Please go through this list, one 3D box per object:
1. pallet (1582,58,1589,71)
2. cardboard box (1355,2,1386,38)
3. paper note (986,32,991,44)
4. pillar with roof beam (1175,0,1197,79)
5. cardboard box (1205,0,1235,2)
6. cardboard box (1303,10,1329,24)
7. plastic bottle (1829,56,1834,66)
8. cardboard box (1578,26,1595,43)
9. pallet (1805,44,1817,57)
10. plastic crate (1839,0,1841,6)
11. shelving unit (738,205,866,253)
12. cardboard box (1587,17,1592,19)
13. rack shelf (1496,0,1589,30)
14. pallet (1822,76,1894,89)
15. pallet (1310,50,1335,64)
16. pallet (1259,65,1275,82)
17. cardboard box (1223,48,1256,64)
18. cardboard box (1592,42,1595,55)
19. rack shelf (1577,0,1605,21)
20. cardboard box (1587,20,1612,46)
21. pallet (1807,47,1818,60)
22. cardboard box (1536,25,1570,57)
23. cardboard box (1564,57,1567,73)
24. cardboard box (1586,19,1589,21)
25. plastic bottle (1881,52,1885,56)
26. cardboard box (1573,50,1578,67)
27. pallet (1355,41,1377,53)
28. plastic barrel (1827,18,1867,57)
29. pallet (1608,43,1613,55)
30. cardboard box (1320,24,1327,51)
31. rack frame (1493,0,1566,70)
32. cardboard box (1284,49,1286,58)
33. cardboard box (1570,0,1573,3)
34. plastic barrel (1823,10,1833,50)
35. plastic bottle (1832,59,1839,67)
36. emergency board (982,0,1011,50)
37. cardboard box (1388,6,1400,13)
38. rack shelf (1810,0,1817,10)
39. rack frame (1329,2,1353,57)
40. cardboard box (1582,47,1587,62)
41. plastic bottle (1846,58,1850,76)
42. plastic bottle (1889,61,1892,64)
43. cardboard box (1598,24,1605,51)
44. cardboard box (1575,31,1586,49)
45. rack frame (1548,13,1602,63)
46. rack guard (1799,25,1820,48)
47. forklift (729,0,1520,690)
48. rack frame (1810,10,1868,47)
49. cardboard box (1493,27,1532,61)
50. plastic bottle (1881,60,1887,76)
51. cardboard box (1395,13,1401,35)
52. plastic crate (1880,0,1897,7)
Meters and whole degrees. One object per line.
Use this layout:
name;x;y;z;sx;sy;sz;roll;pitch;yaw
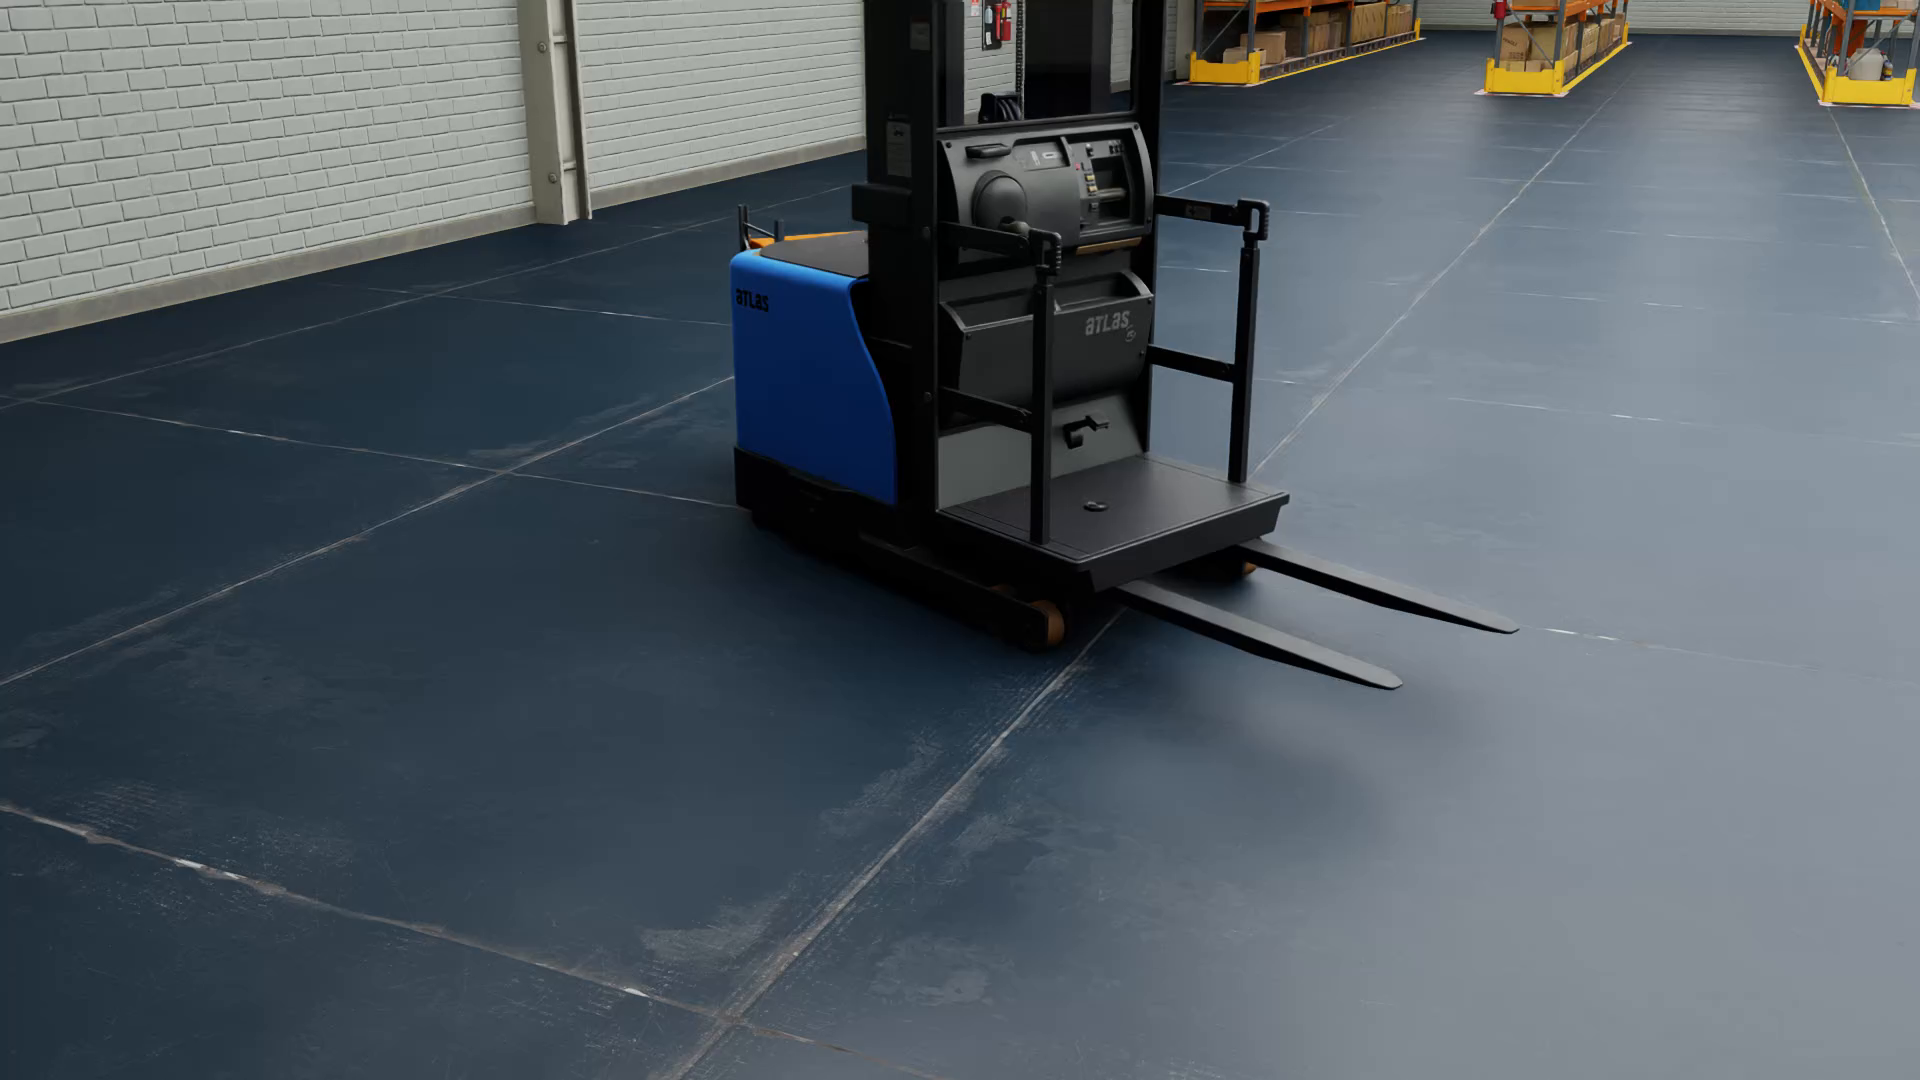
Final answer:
pallet;11.440;-9.125;31.811;1.003;0.211;1.213;9;21;23
cardboard box;9.284;-11.926;38.109;0.750;0.750;0.750;9;21;23
paper note;0.376;-6.578;21.803;0.016;0.148;0.142;9;21;23
pillar with roof beam;7.942;-11.858;26.382;9.100;9.000;0.400;9;21;23
cardboard box;4.532;-9.398;28.611;0.500;0.250;0.500;9;21;23
cardboard box;7.255;-10.725;34.104;0.500;0.250;0.500;9;21;24
plastic bottle;14.302;-7.788;27.288;0.061;0.283;0.133;10;22;25
cardboard box;11.908;-9.715;31.950;0.500;0.311;0.500;8;21;22
pallet;18.735;-10.515;35.720;1.003;0.211;1.213;9;21;23
plastic crate;14.380;-8.677;26.706;0.450;0.188;0.662;9;21;23
shelving unit;-0.379;-0.917;7.369;1.048;1.125;0.538;-9;22;-24
cardboard box;13.927;-11.522;37.464;0.500;0.500;0.500;9;21;23
rack shelf;9.857;-8.883;28.044;1.077;0.370;4.000;9;21;23
pallet;14.382;-7.265;26.582;1.003;0.211;1.213;9;21;23
pallet;6.971;-9.811;33.741;1.003;0.211;1.213;9;21;23
pallet;4.913;-8.242;29.330;1.003;0.211;1.213;9;21;23
cardboard box;4.883;-8.429;29.050;0.500;0.311;0.500;6;20;17
cardboard box;12.113;-9.606;32.481;0.500;0.250;0.500;8;21;22
rack shelf;11.495;-10.106;31.483;1.077;0.370;4.000;9;21;23
cardboard box;13.596;-10.815;35.477;0.500;0.500;0.500;9;21;23
pallet;18.116;-10.054;34.425;1.003;0.211;1.213;9;21;23
cardboard box;9.857;-8.308;27.710;0.500;0.500;0.500;9;21;23
cardboard box;9.867;-7.953;27.831;0.500;0.250;0.500;9;21;23
cardboard box;13.323;-11.030;36.080;0.500;0.500;0.500;9;21;23
plastic bottle;15.114;-7.817;27.269;0.144;0.351;0.185;7;21;20
cardboard box;10.686;-8.564;29.551;0.500;0.250;0.500;9;21;23
pallet;8.686;-11.023;37.150;1.003;0.211;1.213;9;21;23
plastic barrel;17.016;-9.703;31.887;0.600;0.830;0.708;9;21;23
pallet;13.653;-10.711;36.273;1.003;0.211;1.213;9;21;23
cardboard box;7.051;-10.240;33.860;0.700;0.500;0.500;8;21;22
rack frame;9.038;-8.611;26.205;1.000;3.000;0.127;9;21;23
cardboard box;5.964;-9.217;31.481;0.380;0.166;0.250;6;20;16
cardboard box;10.081;-9.429;28.357;0.700;0.500;0.500;9;21;24
plastic barrel;17.941;-10.427;33.817;0.600;0.901;0.708;9;21;23
plastic bottle;14.036;-7.549;26.627;0.152;0.276;0.135;9;21;23
emergency board;0.511;-7.038;21.781;0.194;1.169;0.643;9;21;23
cardboard box;10.351;-12.737;39.943;0.380;0.149;0.250;8;21;21
rack shelf;19.289;-11.871;36.445;1.077;0.370;4.000;9;21;23
rack frame;7.793;-11.735;34.989;1.000;3.000;0.127;9;21;23
cardboard box;11.278;-8.981;30.723;0.500;0.250;0.500;9;22;24
plastic bottle;14.379;-7.687;27.014;0.152;0.276;0.135;9;21;23
plastic bottle;14.692;-7.436;26.298;0.061;0.283;0.133;9;21;24
cardboard box;12.761;-10.186;33.707;0.500;0.500;0.500;10;22;25
cardboard box;11.073;-9.092;30.199;0.500;0.311;0.500;9;21;23
rack frame;12.314;-11.056;33.081;1.000;3.000;0.127;9;21;23
rack guard;20.105;-11.653;38.488;1.175;0.500;0.348;9;21;23
forklift;0.451;-1.210;5.497;1.130;2.935;3.031;-17;25;-39
rack frame;18.470;-11.598;34.605;1.000;3.000;0.127;9;21;23
cardboard box;8.986;-8.071;27.045;0.500;0.500;0.500;9;21;23
plastic bottle;14.847;-7.561;26.667;0.097;0.271;0.097;0;20;0
cardboard box;10.252;-12.502;40.250;0.700;0.500;0.500;9;22;24
plastic crate;14.760;-8.497;26.279;0.530;0.136;0.437;9;21;23
